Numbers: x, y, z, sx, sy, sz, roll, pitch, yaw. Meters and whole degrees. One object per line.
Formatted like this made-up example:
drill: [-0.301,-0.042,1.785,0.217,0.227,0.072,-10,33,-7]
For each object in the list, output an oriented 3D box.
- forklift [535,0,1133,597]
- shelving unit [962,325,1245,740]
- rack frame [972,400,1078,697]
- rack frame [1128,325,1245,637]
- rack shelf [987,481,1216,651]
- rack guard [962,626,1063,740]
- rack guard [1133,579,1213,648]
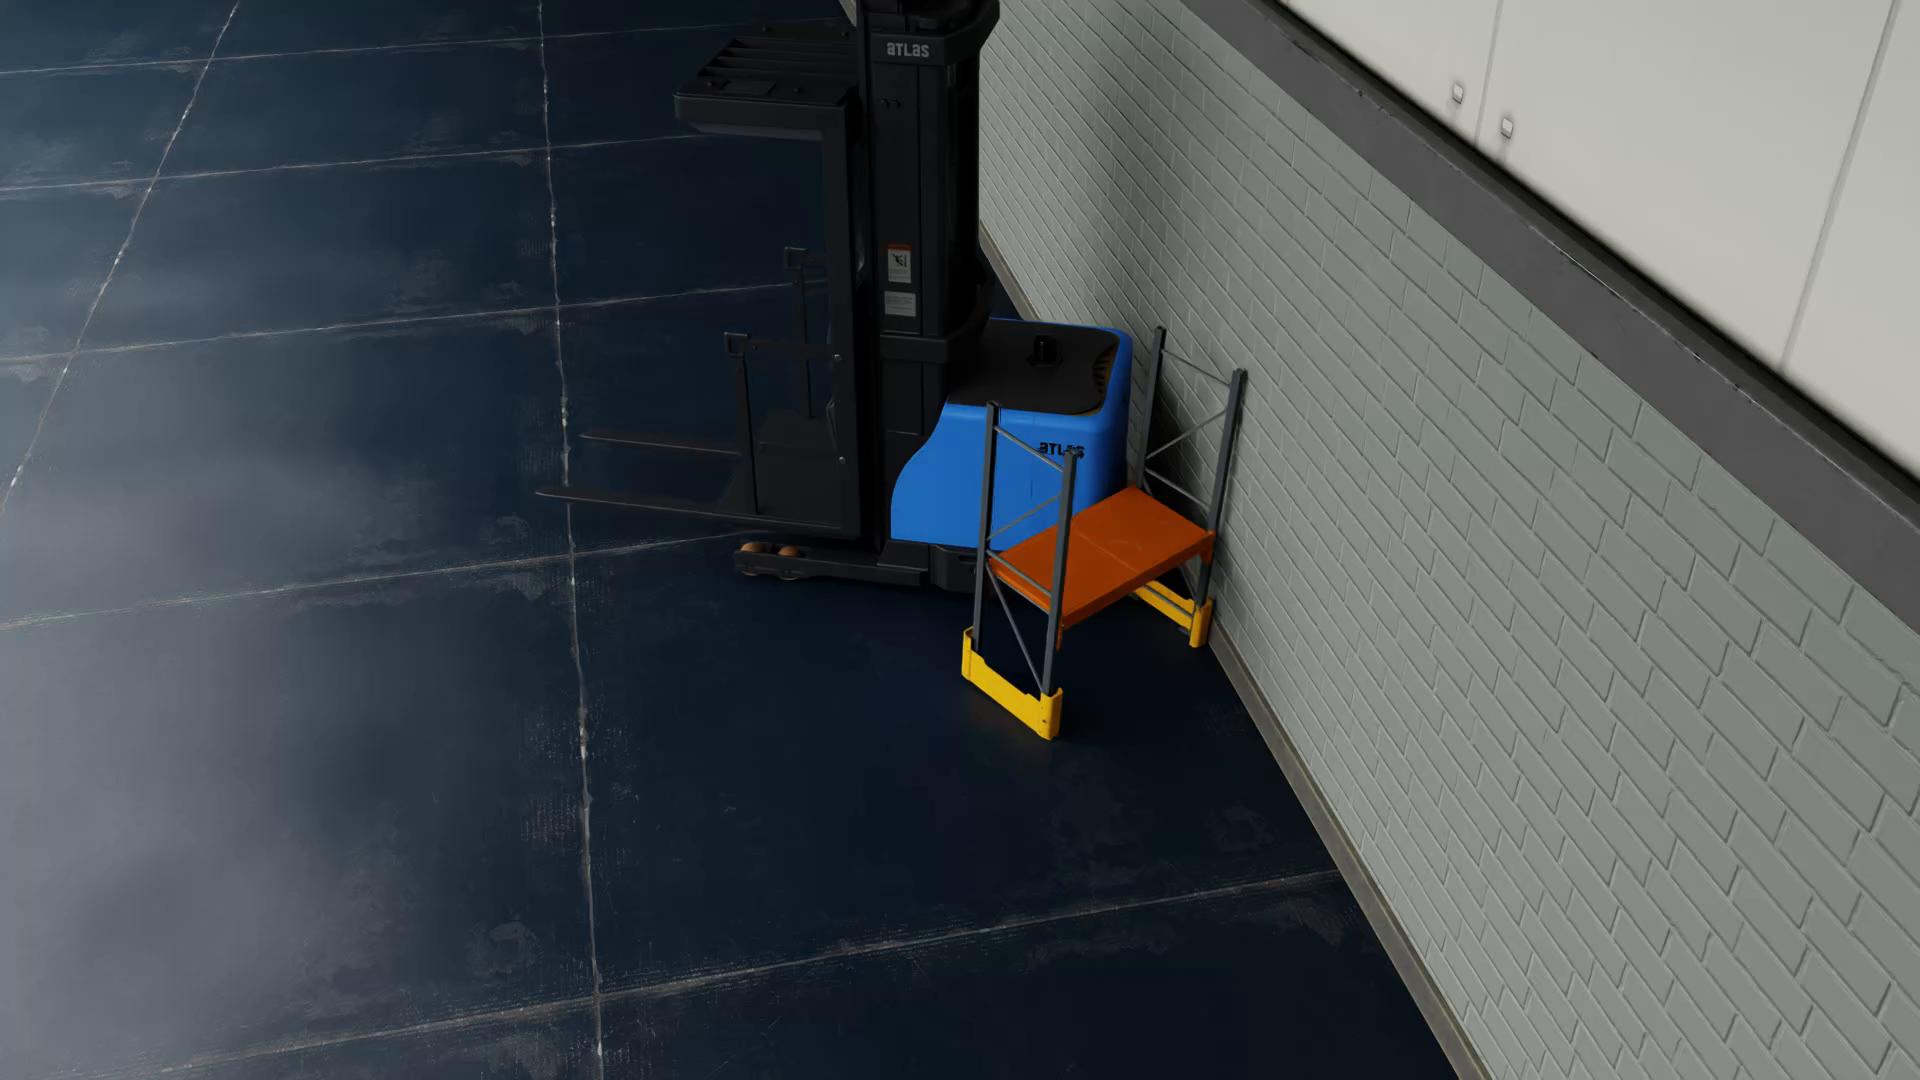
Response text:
forklift: [-0.682,-1.294,8.048,3.031,2.935,1.130,6,34,9]
shelving unit: [0.628,-0.042,7.433,1.083,1.500,0.587,-27,46,-33]
rack frame: [0.256,0.145,7.157,0.032,1.500,0.500,-27,46,-33]
rack frame: [1.014,-0.236,7.718,0.032,1.500,0.500,-27,46,-33]
rack shelf: [0.627,0.098,7.546,1.000,0.185,0.538,-27,46,-33]
rack guard: [0.230,0.643,7.533,0.087,0.250,0.587,-27,46,-33]
rack guard: [0.972,0.270,8.083,0.087,0.250,0.587,-27,46,-33]
